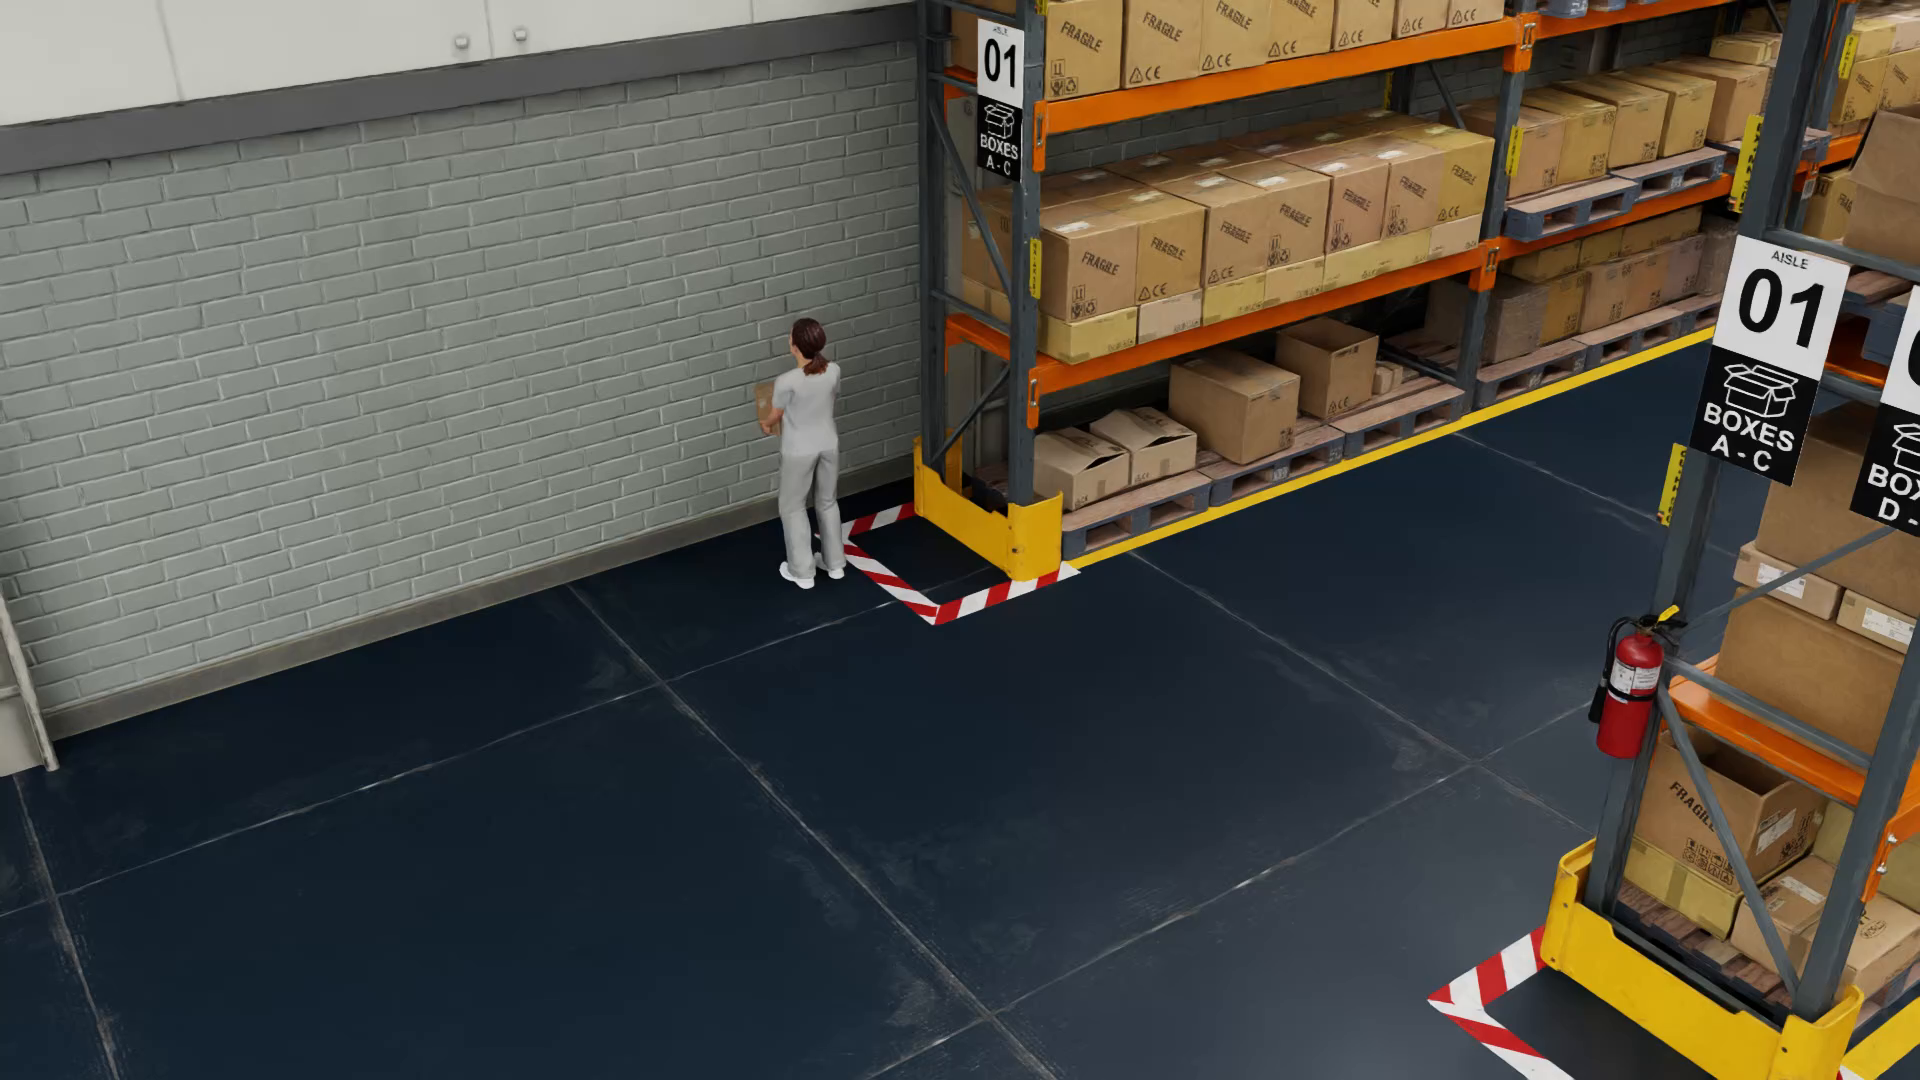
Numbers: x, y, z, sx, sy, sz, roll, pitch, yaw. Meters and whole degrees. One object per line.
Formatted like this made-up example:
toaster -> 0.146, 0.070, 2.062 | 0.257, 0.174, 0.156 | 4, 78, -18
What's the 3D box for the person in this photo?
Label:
person -> -0.904, -0.533, 9.613 | 0.436, 1.663, 0.560 | -18, 34, -30
